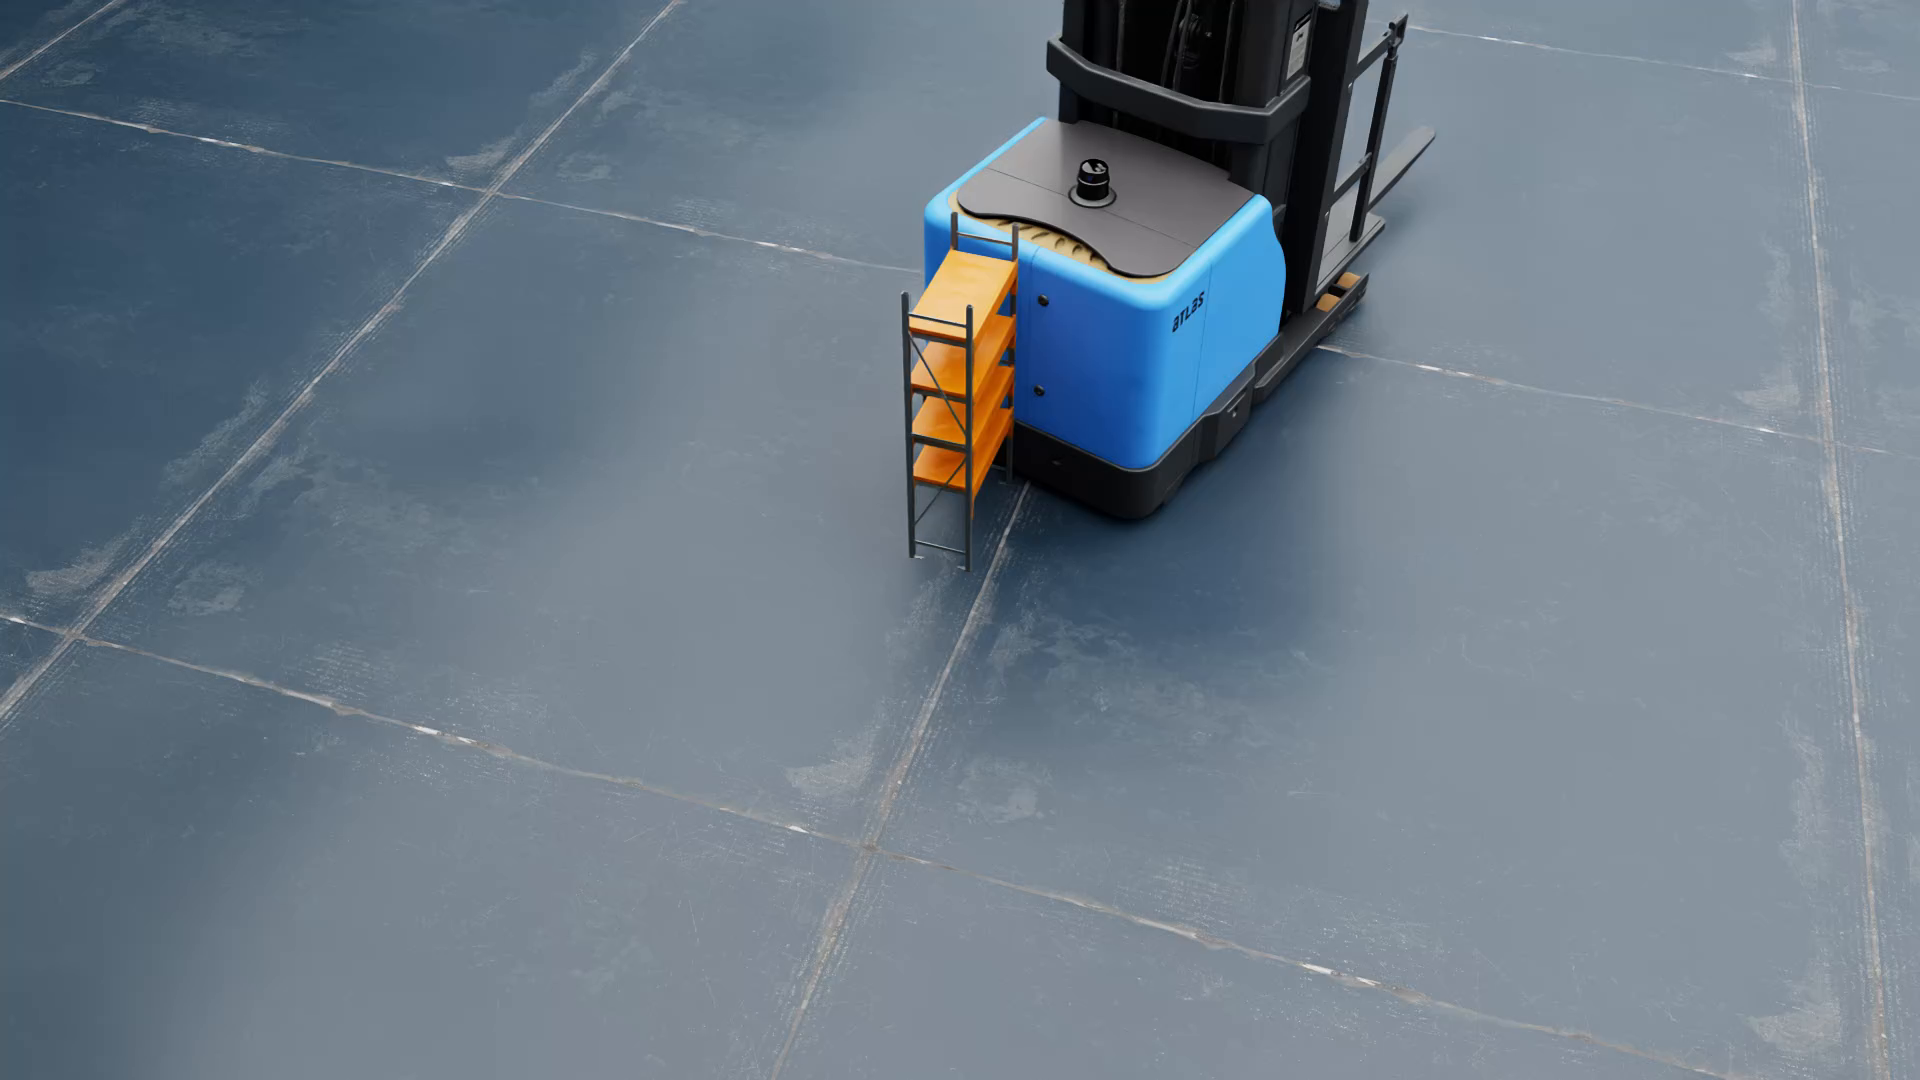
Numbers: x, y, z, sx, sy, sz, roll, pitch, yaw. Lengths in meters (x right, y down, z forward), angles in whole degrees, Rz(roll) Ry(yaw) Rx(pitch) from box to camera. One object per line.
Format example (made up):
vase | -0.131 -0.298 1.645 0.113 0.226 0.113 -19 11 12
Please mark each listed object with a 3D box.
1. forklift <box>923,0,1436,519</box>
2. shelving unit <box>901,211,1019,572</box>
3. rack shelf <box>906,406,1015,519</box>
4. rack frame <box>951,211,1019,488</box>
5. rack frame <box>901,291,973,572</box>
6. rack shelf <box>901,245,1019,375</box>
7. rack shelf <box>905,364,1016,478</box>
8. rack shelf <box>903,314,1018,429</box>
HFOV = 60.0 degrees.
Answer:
forklift | 1.120 -2.119 6.320 1.130 2.935 3.031 27 50 25
shelving unit | 0.006 -0.502 5.906 0.258 1.200 0.503 13 46 13
rack shelf | 0.006 -0.312 6.091 0.258 0.148 0.480 13 46 13
rack frame | 0.085 -0.664 6.071 0.240 1.200 0.015 13 46 13
rack frame | -0.073 -0.341 5.741 0.240 1.200 0.015 13 46 13
rack shelf | 0.006 -0.783 5.631 0.258 0.148 0.480 13 46 13
rack shelf | 0.006 -0.454 5.953 0.258 0.148 0.480 13 46 13
rack shelf | 0.006 -0.614 5.796 0.258 0.148 0.480 13 46 13
